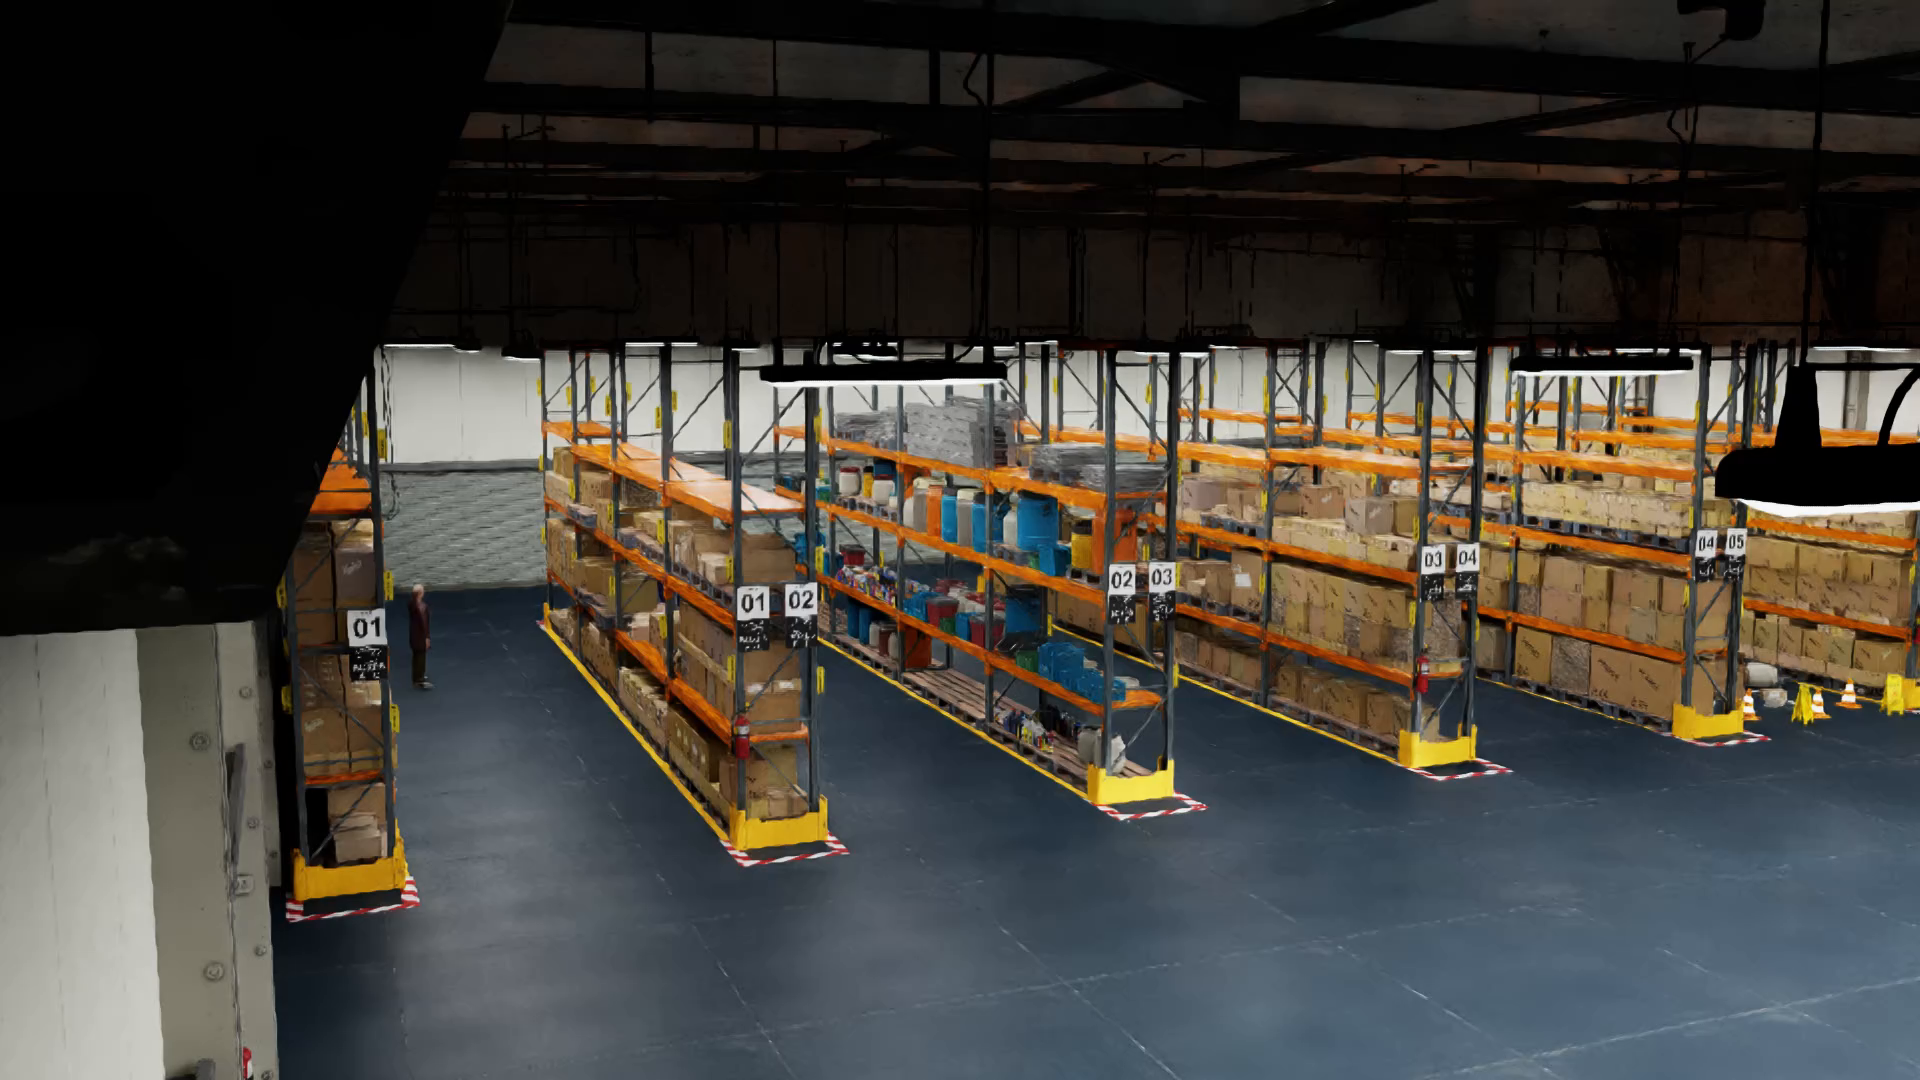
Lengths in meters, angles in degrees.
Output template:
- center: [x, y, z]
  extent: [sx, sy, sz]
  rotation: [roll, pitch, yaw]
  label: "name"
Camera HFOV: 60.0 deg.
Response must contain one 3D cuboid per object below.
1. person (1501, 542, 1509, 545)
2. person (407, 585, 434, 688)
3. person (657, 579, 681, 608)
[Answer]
- center: [11.380, 0.911, 34.890]
  extent: [0.585, 1.763, 0.682]
  rotation: [0, 7, 2]
  label: "person"
- center: [-9.405, 1.656, 29.026]
  extent: [0.444, 1.783, 0.671]
  rotation: [-6, 9, -38]
  label: "person"
- center: [-6.366, 0.775, 36.561]
  extent: [0.689, 1.639, 0.502]
  rotation: [6, 10, 39]
  label: "person"
